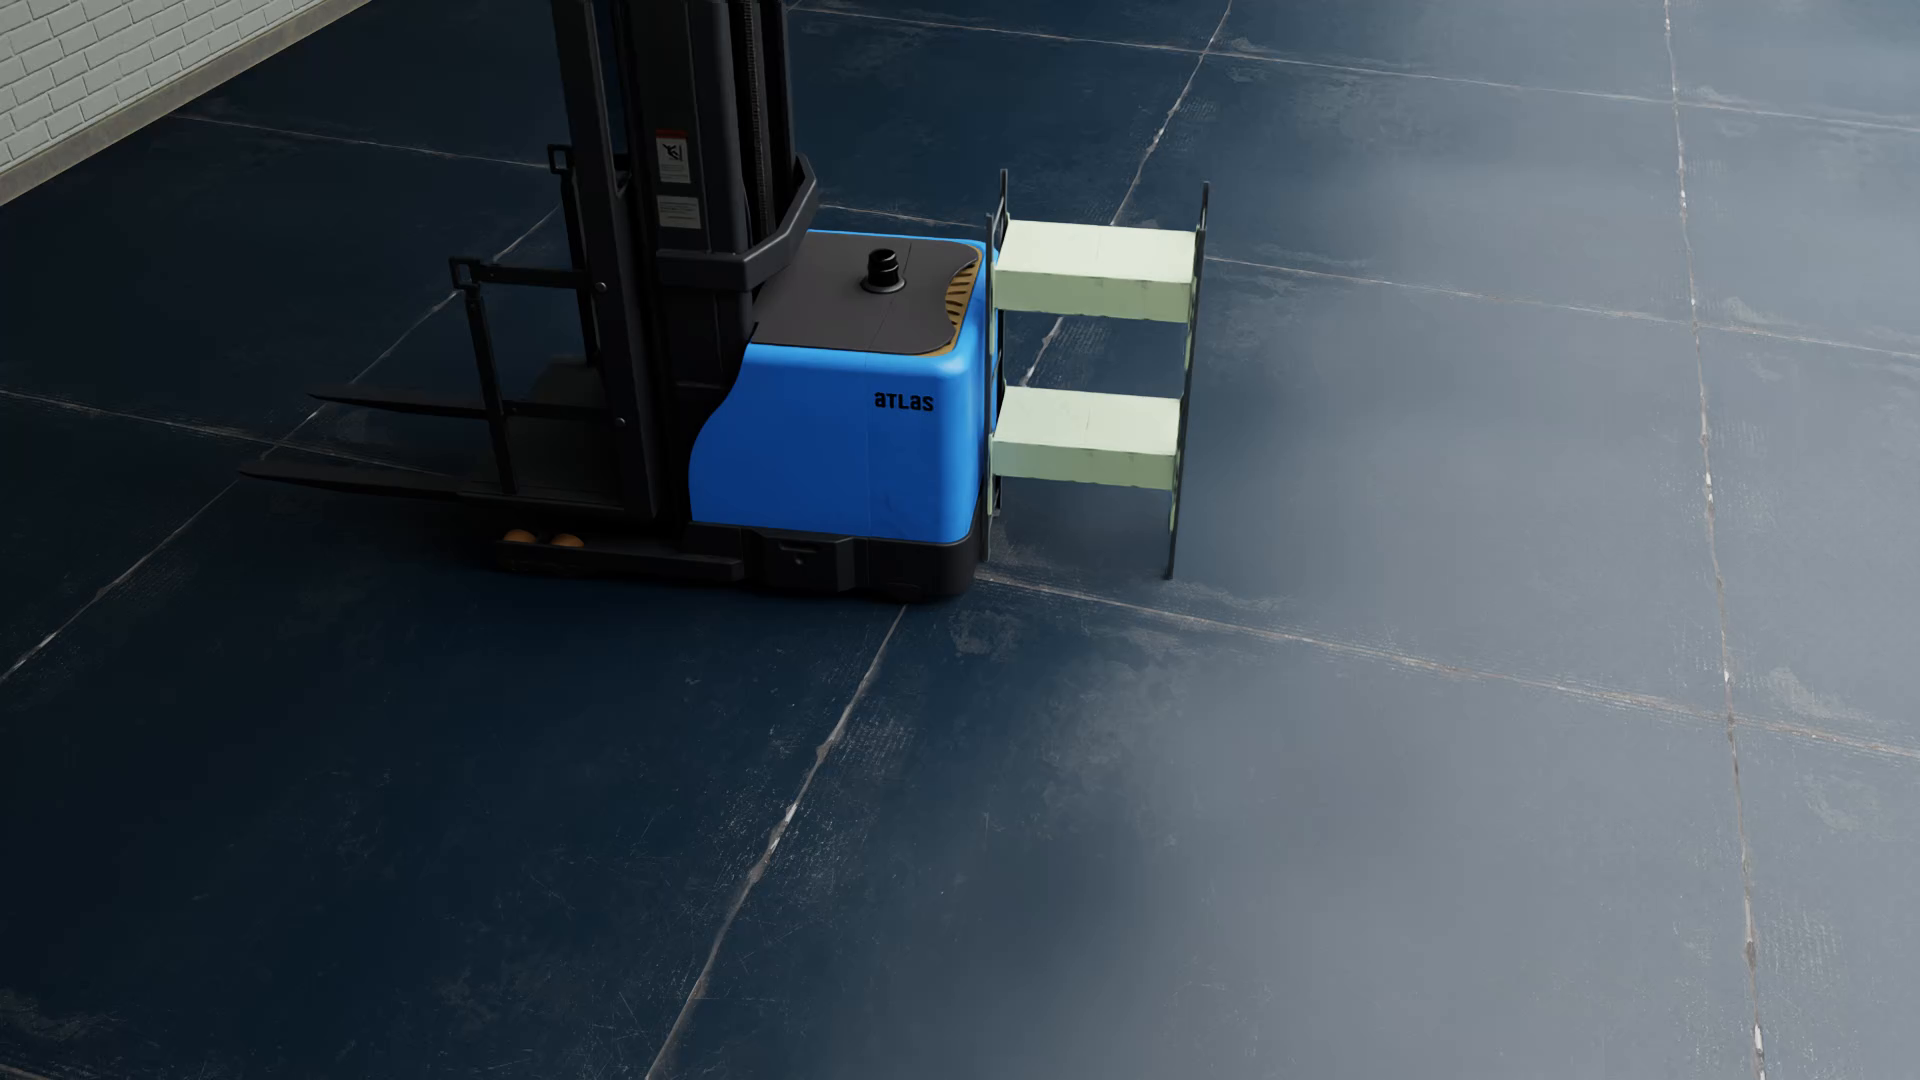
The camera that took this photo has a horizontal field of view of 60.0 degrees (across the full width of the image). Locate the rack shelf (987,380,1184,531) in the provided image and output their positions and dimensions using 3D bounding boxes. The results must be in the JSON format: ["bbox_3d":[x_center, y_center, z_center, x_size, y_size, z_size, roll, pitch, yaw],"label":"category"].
[{"bbox_3d":[0.494,-0.334,6.489,0.720,0.370,0.431,5,37,7],"label":"rack shelf"}]

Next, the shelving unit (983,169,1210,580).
[{"bbox_3d":[0.494,-0.597,6.296,0.755,1.500,0.431,5,37,7],"label":"shelving unit"}]

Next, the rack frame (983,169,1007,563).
[{"bbox_3d":[0.132,-0.630,6.340,0.023,1.500,0.400,5,37,7],"label":"rack frame"}]

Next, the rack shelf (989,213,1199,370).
[{"bbox_3d":[0.494,-0.911,6.065,0.720,0.370,0.431,5,37,7],"label":"rack shelf"}]

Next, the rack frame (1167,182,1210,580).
[{"bbox_3d":[0.855,-0.564,6.252,0.023,1.500,0.400,5,37,7],"label":"rack frame"}]

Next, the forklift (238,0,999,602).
[{"bbox_3d":[-1.388,-1.341,6.100,3.031,2.935,1.130,5,37,7],"label":"forklift"}]
